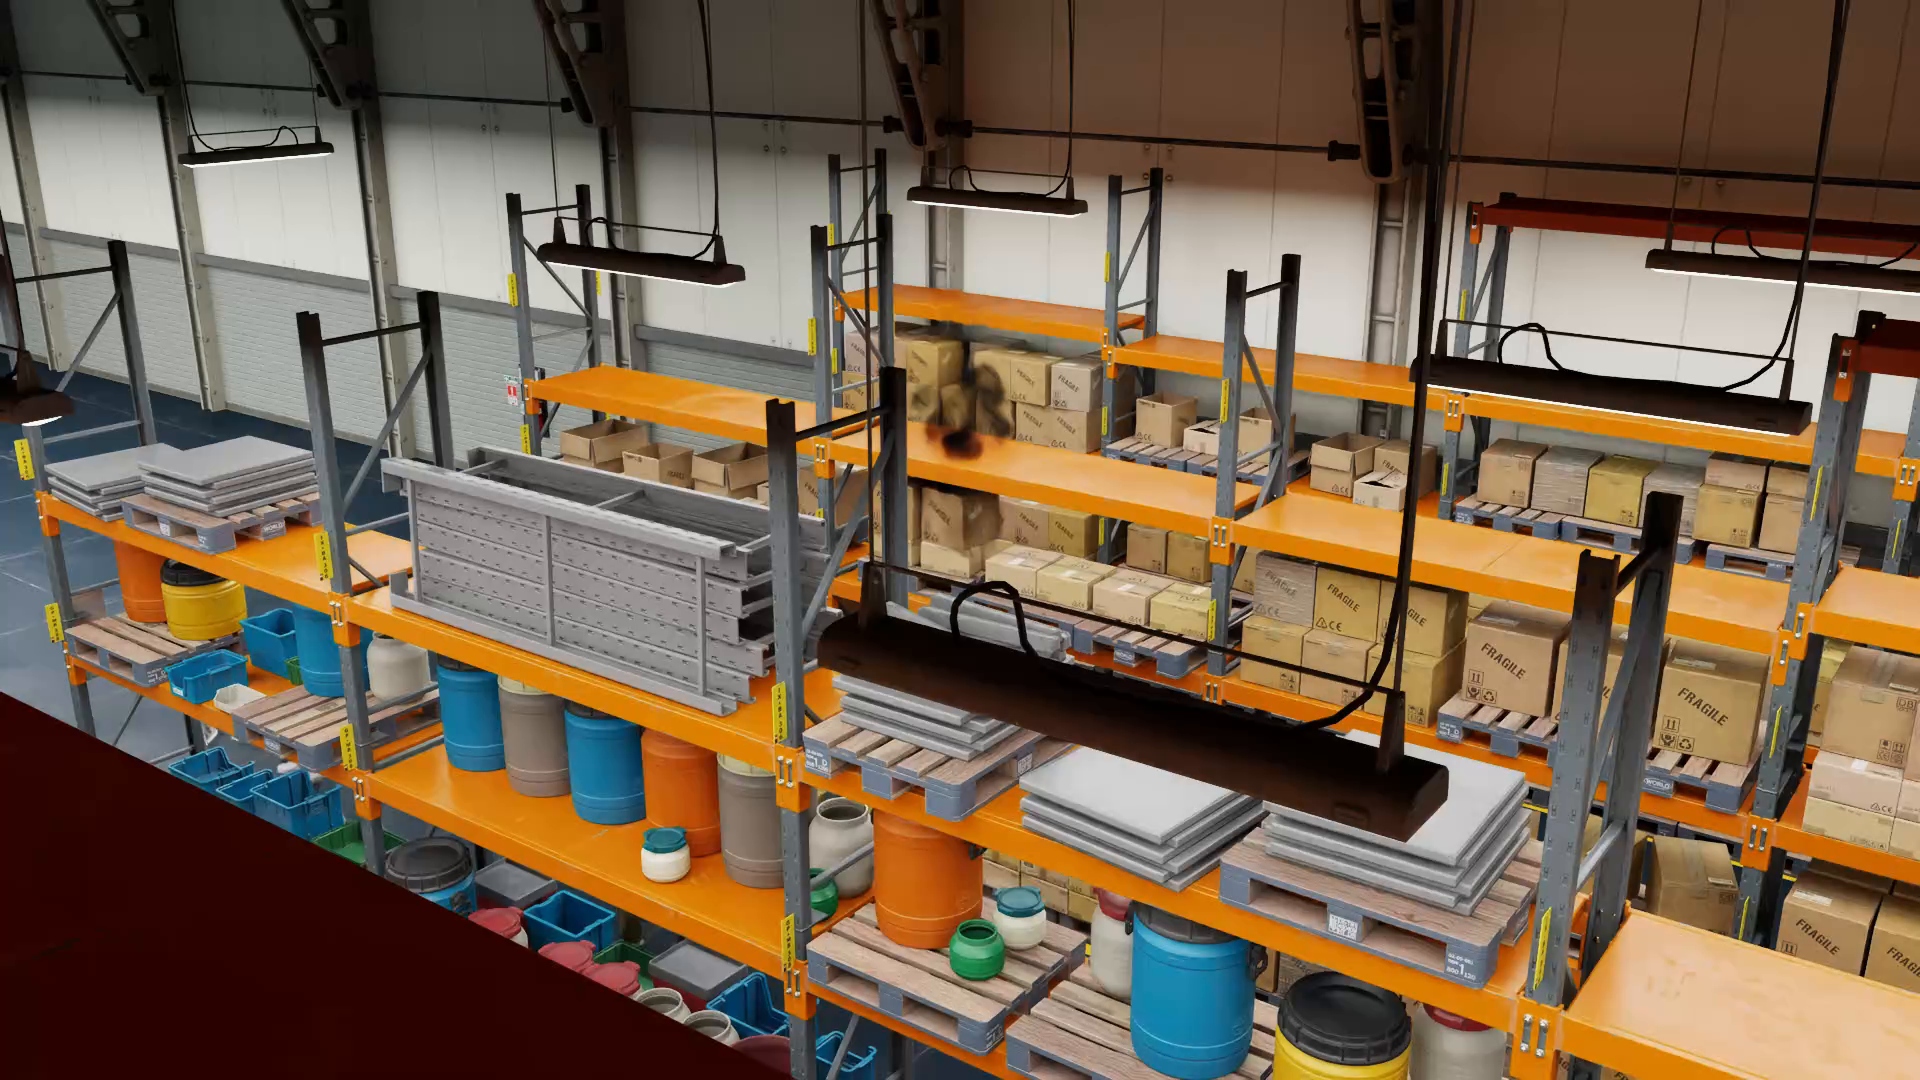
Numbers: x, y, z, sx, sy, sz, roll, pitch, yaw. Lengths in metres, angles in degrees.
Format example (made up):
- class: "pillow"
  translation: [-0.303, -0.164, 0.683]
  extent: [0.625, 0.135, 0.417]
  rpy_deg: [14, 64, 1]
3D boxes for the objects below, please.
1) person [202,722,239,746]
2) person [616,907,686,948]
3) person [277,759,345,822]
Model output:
- class: "person"
  translation: [-8.135, 1.504, 18.104]
  extent: [0.710, 1.641, 0.505]
  rpy_deg: [-9, 20, -24]
- class: "person"
  translation: [-2.617, 2.750, 14.105]
  extent: [0.936, 1.835, 0.643]
  rpy_deg: [12, 22, 31]
- class: "person"
  translation: [-6.219, 2.233, 15.845]
  extent: [0.531, 1.643, 0.605]
  rpy_deg: [7, 20, 19]
